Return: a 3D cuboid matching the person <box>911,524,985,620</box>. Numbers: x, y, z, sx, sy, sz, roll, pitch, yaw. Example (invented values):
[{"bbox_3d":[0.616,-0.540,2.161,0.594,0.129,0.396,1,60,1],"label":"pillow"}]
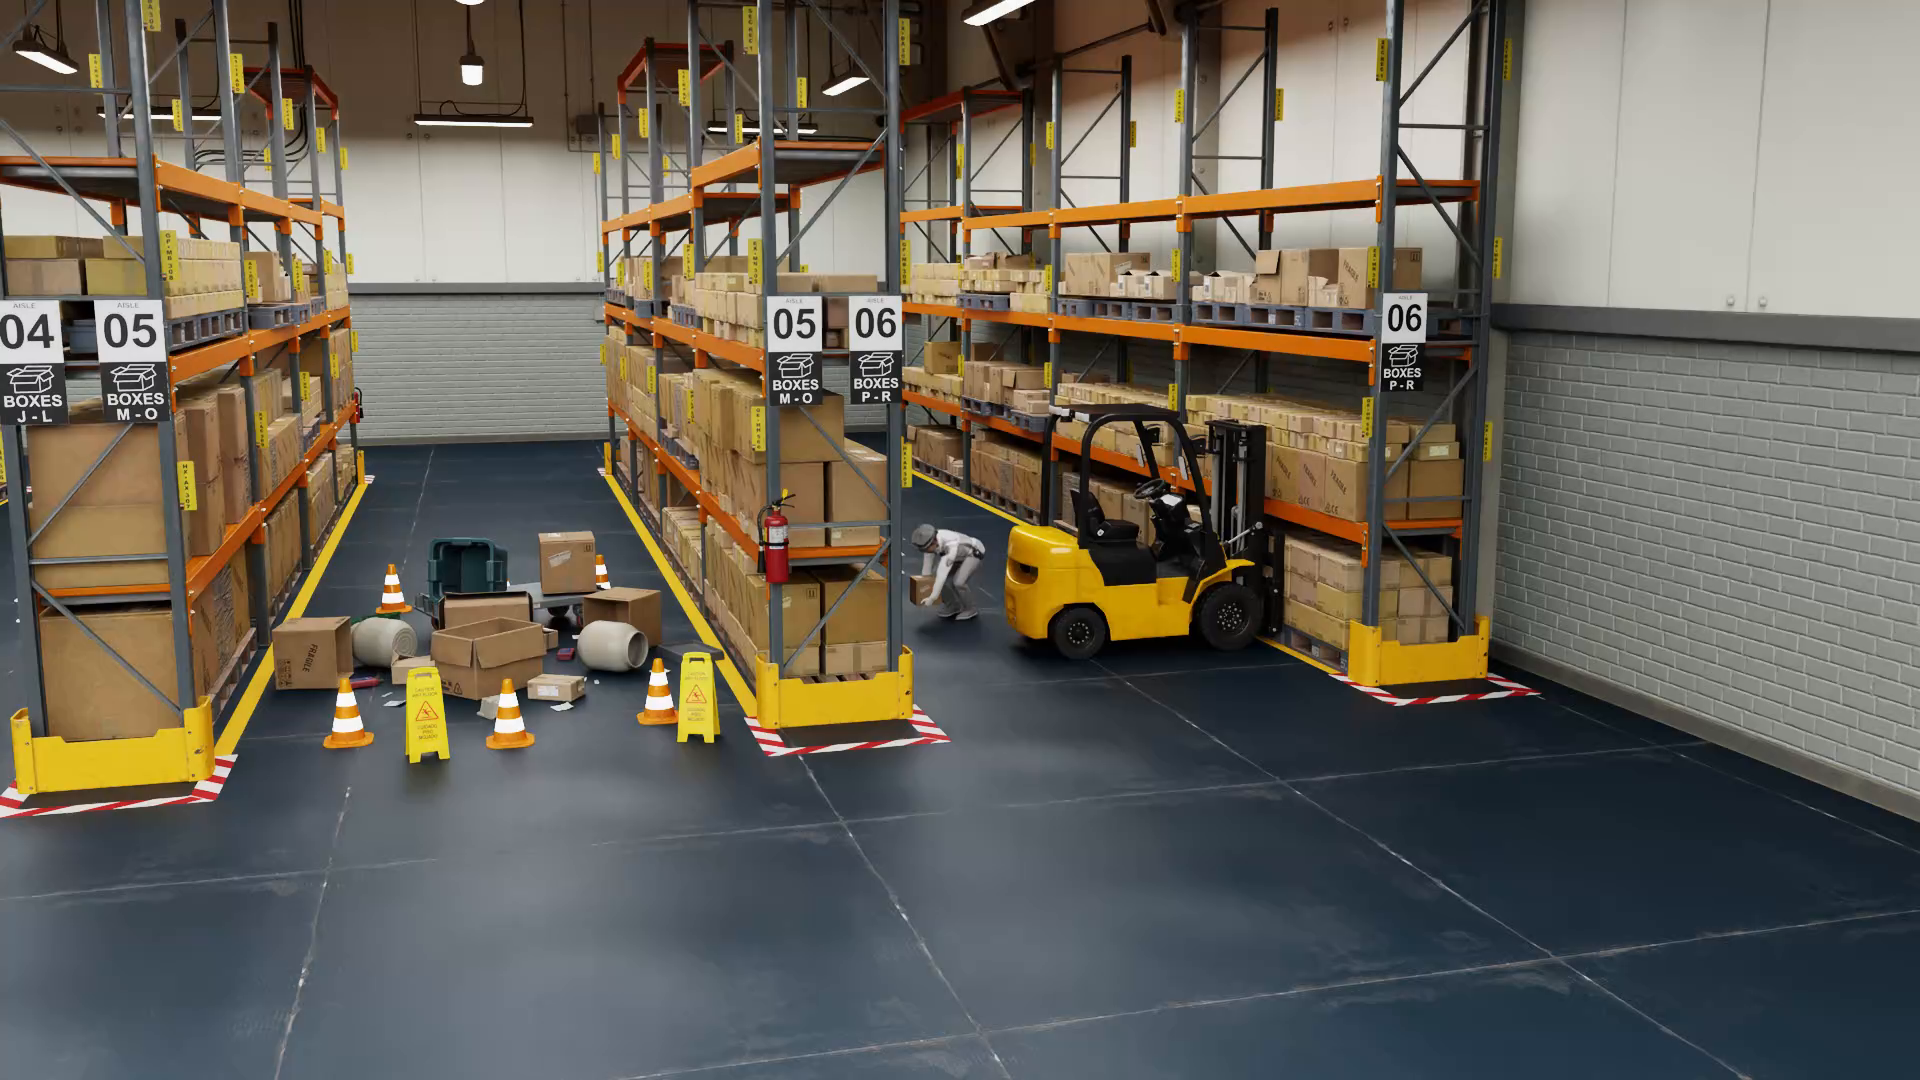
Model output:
[{"bbox_3d":[-0.136,0.298,16.202,0.467,0.978,0.893,9,13,42],"label":"person"}]
